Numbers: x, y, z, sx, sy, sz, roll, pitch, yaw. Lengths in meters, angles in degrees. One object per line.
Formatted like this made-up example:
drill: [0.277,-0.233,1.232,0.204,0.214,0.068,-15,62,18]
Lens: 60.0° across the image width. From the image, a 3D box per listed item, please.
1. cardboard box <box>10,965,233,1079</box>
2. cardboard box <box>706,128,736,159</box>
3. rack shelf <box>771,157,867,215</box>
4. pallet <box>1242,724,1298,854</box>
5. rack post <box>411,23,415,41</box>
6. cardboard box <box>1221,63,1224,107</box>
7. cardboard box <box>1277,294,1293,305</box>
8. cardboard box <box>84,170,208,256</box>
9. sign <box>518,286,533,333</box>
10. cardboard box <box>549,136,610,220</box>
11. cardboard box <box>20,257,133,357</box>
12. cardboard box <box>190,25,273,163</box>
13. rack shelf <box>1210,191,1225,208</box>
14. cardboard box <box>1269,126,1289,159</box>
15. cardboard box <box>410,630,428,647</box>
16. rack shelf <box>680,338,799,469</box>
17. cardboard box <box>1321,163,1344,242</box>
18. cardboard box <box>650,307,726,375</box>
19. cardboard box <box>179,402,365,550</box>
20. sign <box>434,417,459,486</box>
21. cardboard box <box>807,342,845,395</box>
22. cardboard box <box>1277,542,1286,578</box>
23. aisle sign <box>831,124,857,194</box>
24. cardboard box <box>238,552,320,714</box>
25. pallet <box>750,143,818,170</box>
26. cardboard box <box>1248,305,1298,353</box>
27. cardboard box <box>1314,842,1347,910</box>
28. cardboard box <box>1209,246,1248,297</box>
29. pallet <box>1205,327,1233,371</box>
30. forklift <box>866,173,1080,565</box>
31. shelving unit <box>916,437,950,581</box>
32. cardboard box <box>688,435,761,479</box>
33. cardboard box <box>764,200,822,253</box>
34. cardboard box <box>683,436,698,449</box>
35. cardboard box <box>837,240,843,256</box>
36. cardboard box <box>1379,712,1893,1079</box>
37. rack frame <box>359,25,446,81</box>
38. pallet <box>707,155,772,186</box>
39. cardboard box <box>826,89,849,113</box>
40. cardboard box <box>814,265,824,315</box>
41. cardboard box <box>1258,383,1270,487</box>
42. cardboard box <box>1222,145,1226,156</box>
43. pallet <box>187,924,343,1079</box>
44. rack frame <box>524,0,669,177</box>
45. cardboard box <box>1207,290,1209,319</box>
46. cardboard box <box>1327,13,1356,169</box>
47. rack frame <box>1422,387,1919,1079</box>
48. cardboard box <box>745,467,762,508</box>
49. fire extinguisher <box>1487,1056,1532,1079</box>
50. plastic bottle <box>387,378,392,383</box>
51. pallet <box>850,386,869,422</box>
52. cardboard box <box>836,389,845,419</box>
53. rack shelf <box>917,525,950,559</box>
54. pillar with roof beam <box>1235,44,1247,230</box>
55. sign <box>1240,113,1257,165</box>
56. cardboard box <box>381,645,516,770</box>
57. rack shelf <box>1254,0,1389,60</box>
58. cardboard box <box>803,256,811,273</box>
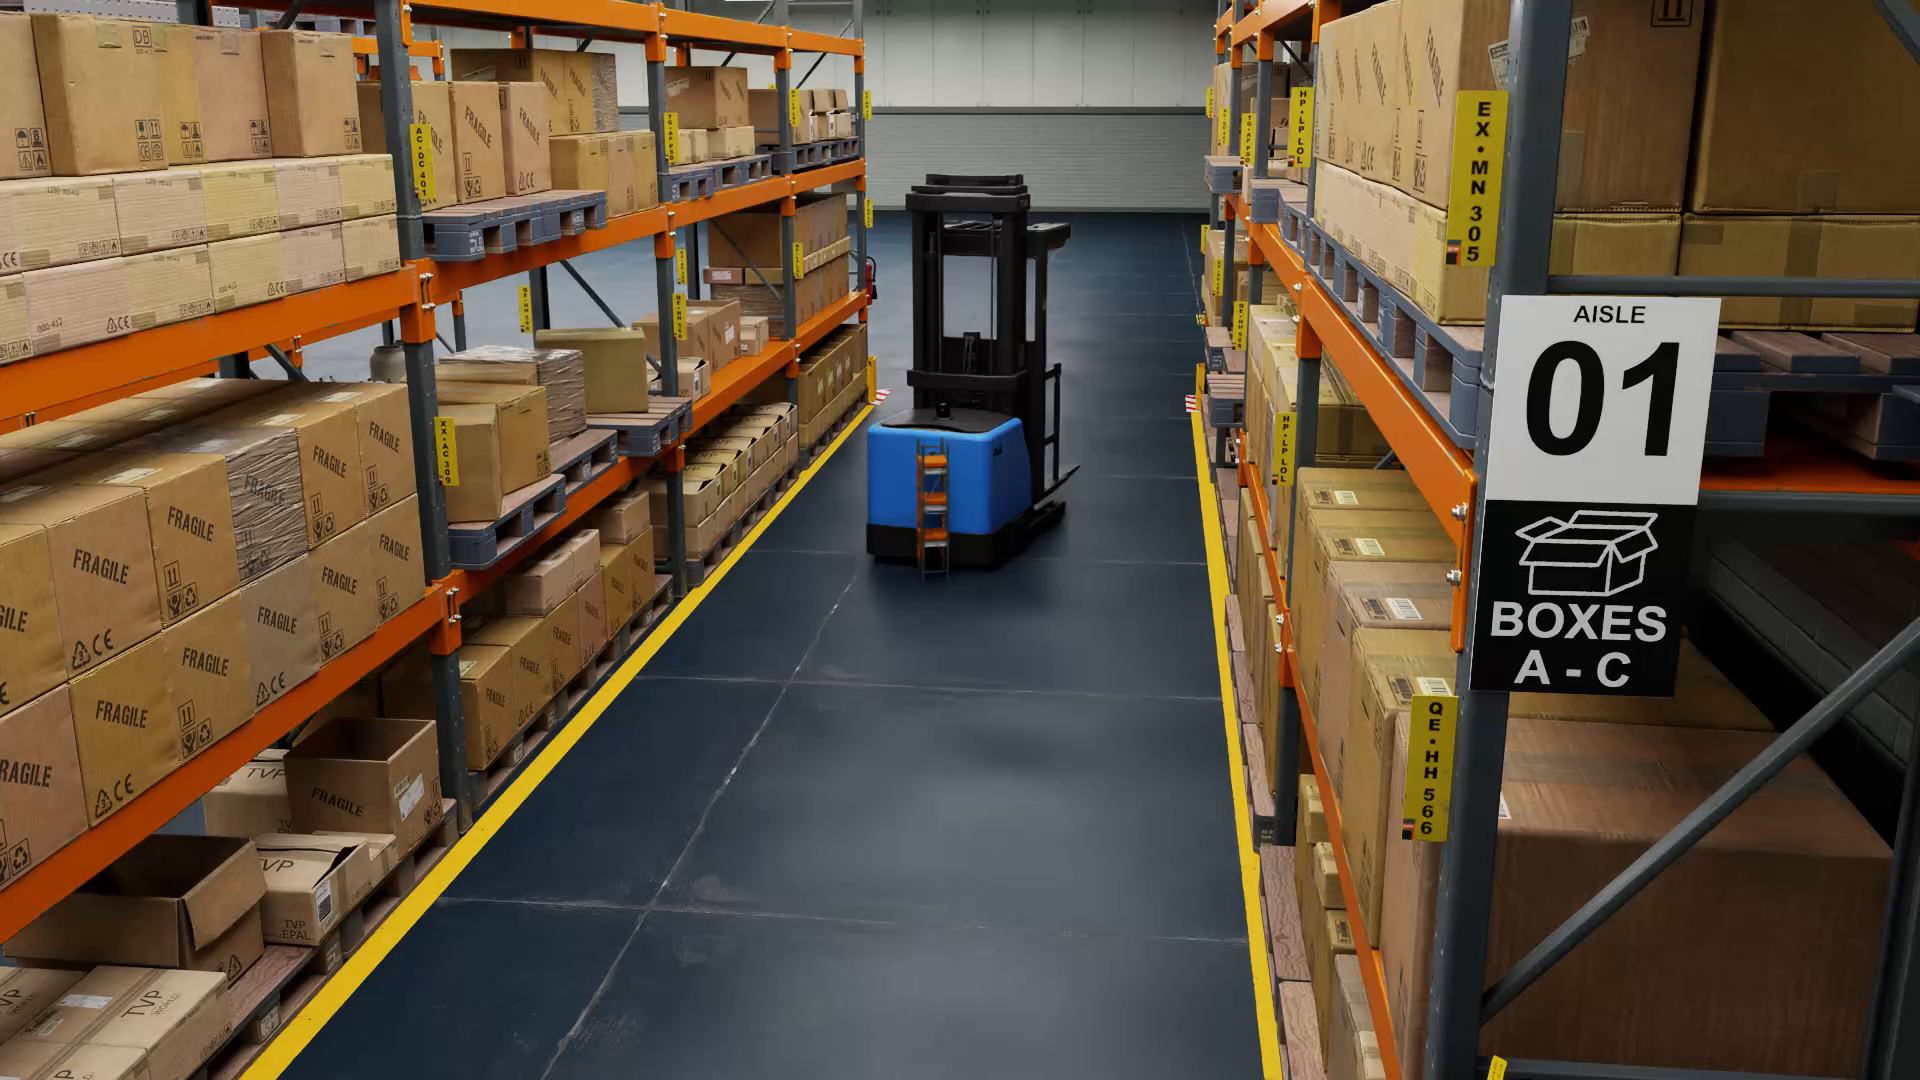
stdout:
cardboard box: [-2.944,1.749,5.871,0.500,0.250,0.500,2,15,6]
cardboard box: [-2.185,-3.362,14.086,0.500,0.250,0.500,0,15,1]
rack shelf: [-1.821,-3.705,17.250,1.077,0.370,4.000,2,15,6]
pallet: [1.986,1.278,8.533,1.003,0.211,1.213,2,15,6]
rack post: [-6.728,-5.733,18.580,0.937,0.300,0.954,3,15,12]
cardboard box: [2.715,-4.211,15.596,0.500,0.500,0.500,3,15,9]
cardboard box: [2.455,-1.652,11.746,0.380,0.149,0.250,-1,15,-3]
cardboard box: [-2.910,-1.105,5.585,0.500,0.250,0.500,2,15,6]
sign: [-3.050,-1.623,11.699,0.100,0.325,0.005,2,15,6]
cardboard box: [-2.630,-2.163,9.978,0.910,0.500,0.500,2,15,6]
cardboard box: [-2.966,-0.734,5.171,0.500,0.250,0.500,2,15,6]
cardboard box: [-3.163,-1.737,6.487,0.700,0.500,0.500,2,15,6]
rack shelf: [3.102,-3.560,16.714,1.077,0.370,4.000,2,15,6]
cardboard box: [2.663,-2.745,12.083,0.797,0.503,0.637,4,16,14]
cardboard box: [-3.114,0.719,9.203,0.500,0.500,0.500,2,15,6]
rack shelf: [-2.272,-1.220,13.805,1.077,0.370,4.000,2,15,6]
cardboard box: [1.562,-1.189,5.859,0.500,0.250,0.500,1,15,5]
cardboard box: [-2.265,-1.669,13.896,0.500,0.500,0.500,2,15,6]
cardboard box: [-2.804,-0.270,6.808,0.500,0.500,0.500,1,15,5]
sign: [-2.409,-0.415,7.792,0.100,0.325,0.005,2,15,6]
cardboard box: [-1.516,-1.823,17.686,0.500,0.500,0.500,2,15,6]
cardboard box: [1.735,0.083,8.050,0.380,0.149,0.250,2,15,7]
aisle sign: [-1.296,-4.387,19.158,0.394,0.787,0.004,2,15,6]
cardboard box: [-2.863,0.345,6.448,0.500,0.500,0.500,2,15,8]
pallet: [-1.976,-3.713,16.071,1.003,0.211,1.213,2,15,6]
cardboard box: [2.114,-1.349,10.670,0.500,0.250,0.500,2,15,8]
cardboard box: [1.508,1.234,6.092,0.380,0.149,0.250,1,15,5]
cardboard box: [2.740,-2.632,16.461,0.500,0.500,0.500,1,15,5]
pallet: [2.645,-1.654,14.401,1.003,0.211,1.213,2,15,6]
forklift: [0.263,-1.564,13.830,1.130,2.935,3.031,6,16,20]
shelving unit: [-0.204,-0.232,12.504,0.215,1.050,0.252,-3,16,-9]
cardboard box: [-1.979,-0.724,13.981,0.500,0.311,0.500,2,15,6]
cardboard box: [-1.833,-3.266,17.318,0.700,0.500,0.500,2,15,6]
cardboard box: [-2.513,-0.733,14.017,0.500,0.311,0.500,2,15,8]
cardboard box: [-1.506,-3.246,18.485,0.380,0.149,0.250,1,15,5]
cardboard box: [1.570,0.894,4.035,0.980,0.700,0.700,2,15,9]
rack frame: [-6.516,-6.166,19.226,1.000,3.000,0.127,2,15,6]
pallet: [-2.133,-3.212,14.416,0.805,0.209,1.217,1,15,4]
cardboard box: [-1.664,-4.743,18.437,0.797,0.503,0.637,3,15,10]
cardboard box: [-1.832,-2.649,17.522,0.700,0.500,0.500,2,15,8]
cardboard box: [1.939,-0.587,9.287,0.500,0.500,0.500,2,15,8]
cardboard box: [2.757,-3.716,15.681,0.500,0.500,0.500,0,15,2]
pallet: [-3.163,1.831,6.488,1.003,0.211,1.213,2,15,6]
rack frame: [-2.498,-3.944,11.010,1.000,3.000,0.127,2,15,6]
cardboard box: [2.790,-2.400,17.042,0.500,0.250,0.500,2,15,7]
cardboard box: [1.562,-1.545,5.736,0.500,0.500,0.500,1,15,5]
rack frame: [1.522,1.171,3.584,1.000,3.000,0.127,2,15,6]
cardboard box: [-1.980,-0.449,14.041,0.500,0.250,0.500,2,15,7]
fire extinguisher: [1.046,1.414,3.548,0.296,0.674,0.183,2,15,6]
plastic bottle: [-6.283,-1.651,18.383,0.061,0.283,0.133,2,15,8]
pallet: [-1.640,-1.578,19.092,1.003,0.211,1.213,2,15,6]
cardboard box: [-1.519,-1.462,17.784,0.500,0.250,0.500,2,15,6]
rack shelf: [-0.204,0.046,12.581,0.215,0.259,0.240,-3,16,-9]
pillar with roof beam: [2.539,-12.019,40.871,9.100,9.000,0.400,2,15,6]
sign: [1.886,-2.618,10.859,0.100,0.325,0.005,2,15,6]
cardboard box: [-2.652,0.865,8.663,0.500,0.500,0.500,1,15,4]
rack shelf: [2.199,-2.740,8.702,1.077,0.370,4.000,2,15,6]
cardboard box: [-1.709,-2.776,16.749,0.380,0.149,0.250,1,15,4]
